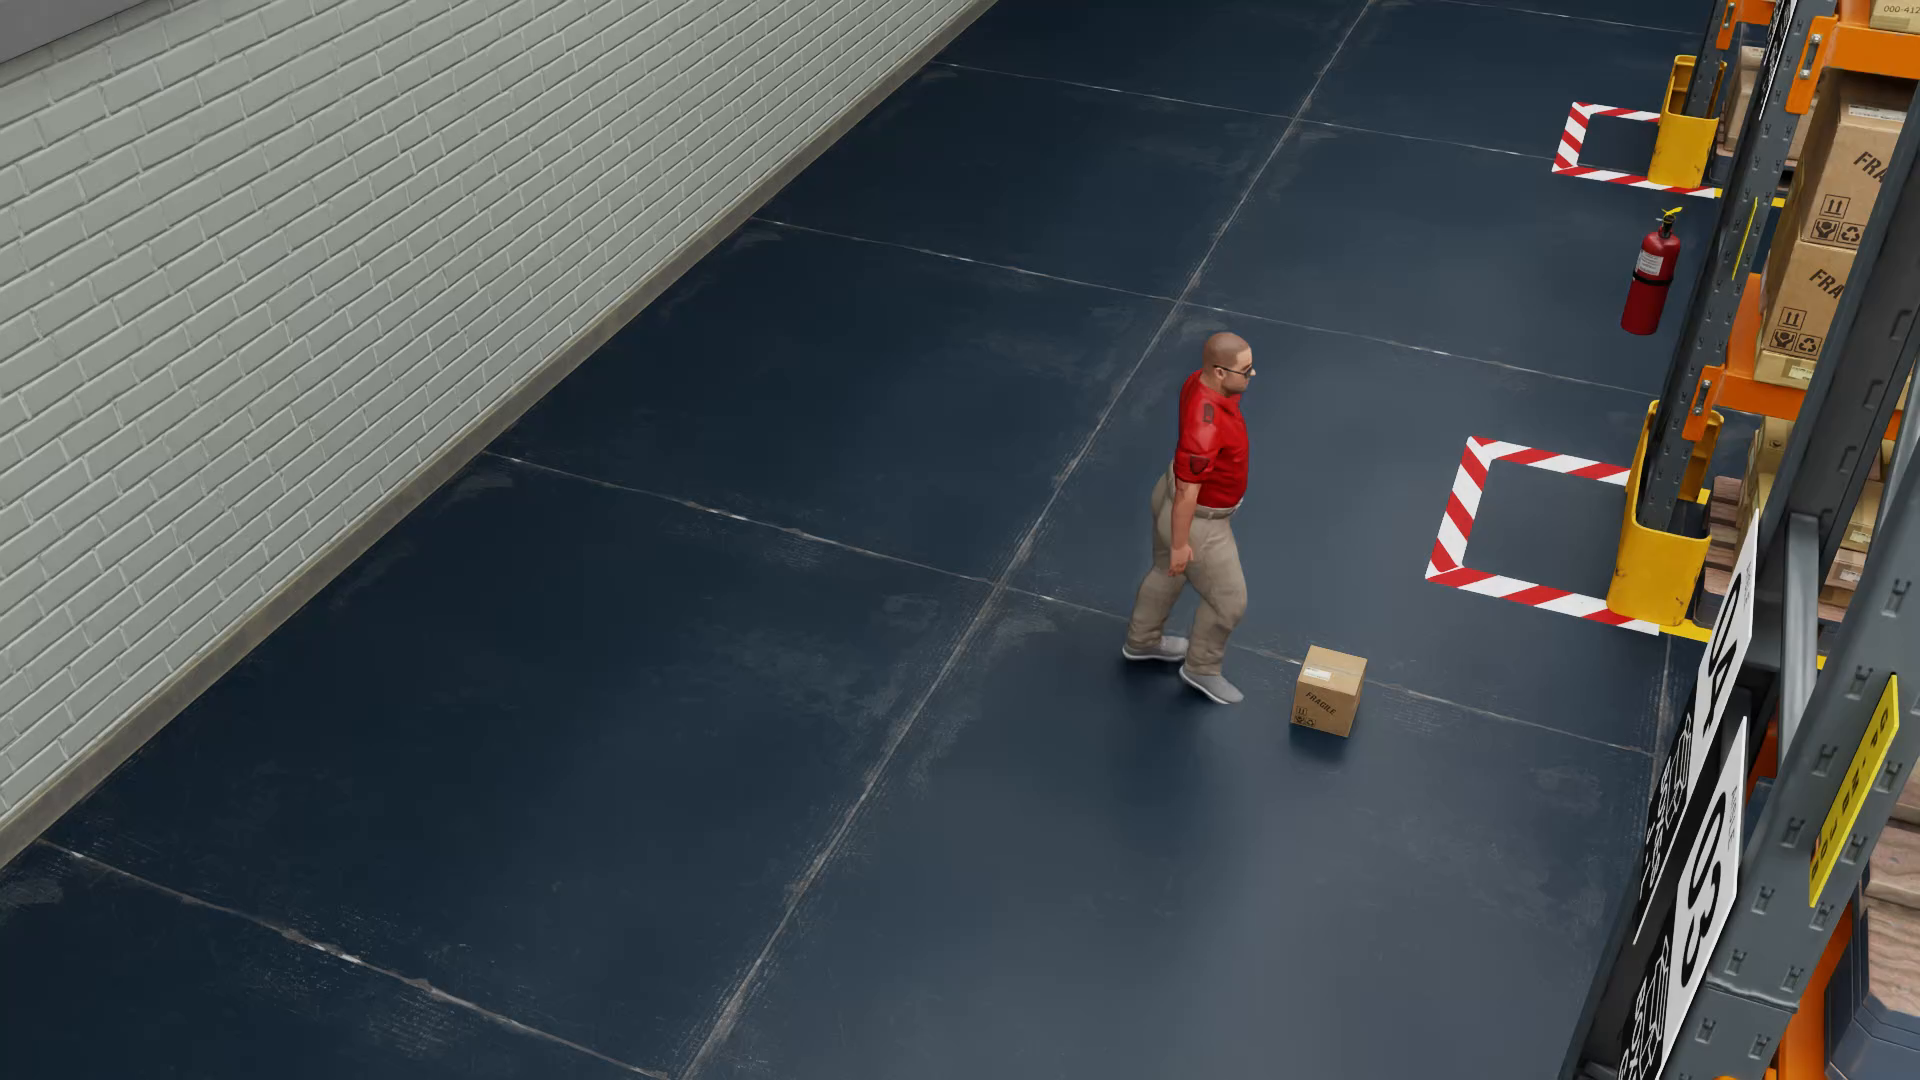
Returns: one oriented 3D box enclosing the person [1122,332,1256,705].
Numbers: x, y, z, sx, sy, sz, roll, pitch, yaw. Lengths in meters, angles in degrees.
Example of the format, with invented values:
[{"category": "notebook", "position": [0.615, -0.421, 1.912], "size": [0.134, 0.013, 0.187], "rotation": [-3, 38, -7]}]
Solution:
[{"category": "person", "position": [1.000, -0.081, 6.974], "size": [0.521, 1.790, 0.553], "rotation": [-1, 37, -1]}]
